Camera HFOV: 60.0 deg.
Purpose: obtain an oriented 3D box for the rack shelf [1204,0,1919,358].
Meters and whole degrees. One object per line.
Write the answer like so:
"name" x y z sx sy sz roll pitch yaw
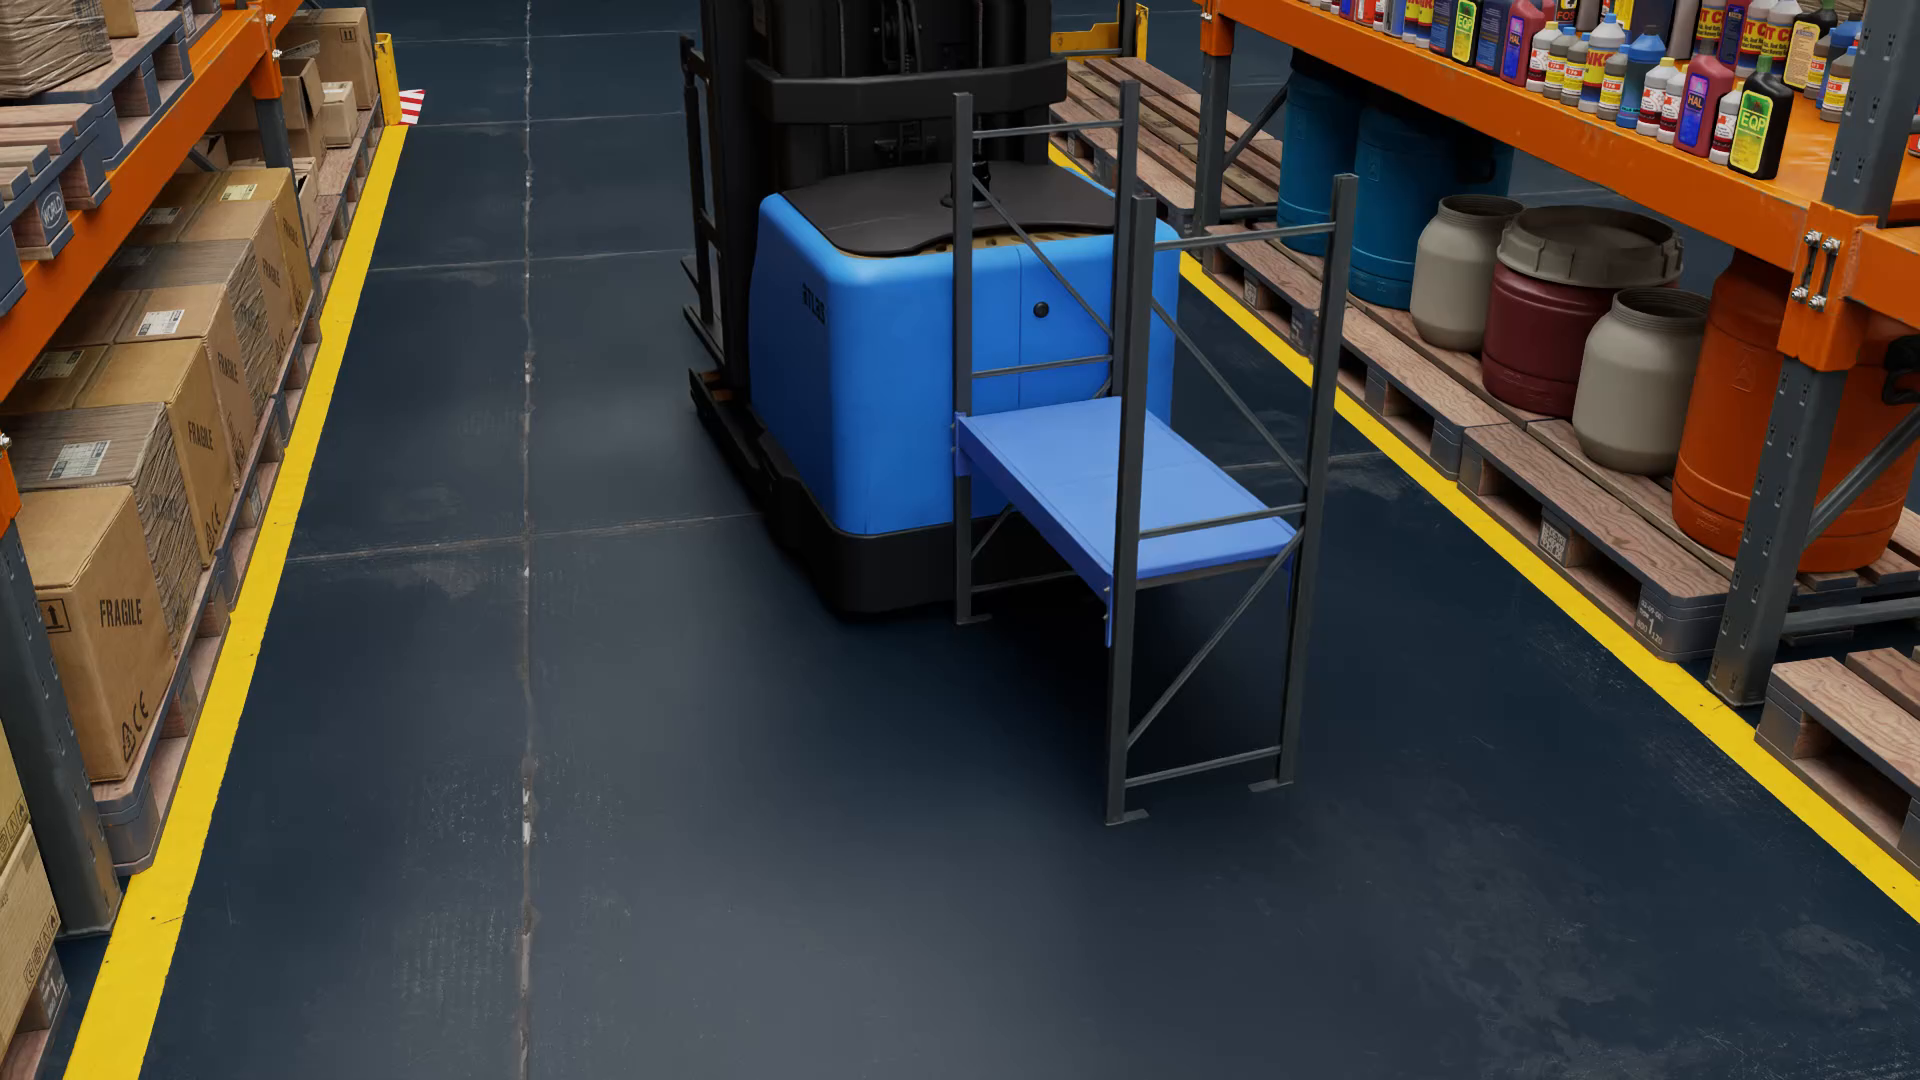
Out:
"rack shelf" 2.053 -1.527 5.744 1.077 0.370 4.000 -6 27 -12

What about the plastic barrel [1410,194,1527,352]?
"plastic barrel" 1.908 -0.994 6.186 0.421 0.512 0.421 0 27 0

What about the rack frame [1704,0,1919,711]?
"rack frame" 2.503 -0.970 3.842 1.000 3.000 0.127 -6 27 -12

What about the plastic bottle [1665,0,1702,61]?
"plastic bottle" 2.408 -1.746 5.518 0.152 0.276 0.135 -6 27 -12

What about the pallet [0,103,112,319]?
"pallet" -2.544 -0.673 3.468 1.213 0.211 1.003 -6 27 -12

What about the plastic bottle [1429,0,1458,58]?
"plastic bottle" 1.672 -1.797 5.537 0.144 0.351 0.185 -6 27 -12

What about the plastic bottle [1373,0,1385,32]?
"plastic bottle" 1.543 -1.935 5.975 0.097 0.201 0.097 0 27 0

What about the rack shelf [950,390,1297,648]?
"rack shelf" 0.397 -0.092 4.167 0.538 0.185 1.000 -9 28 -18

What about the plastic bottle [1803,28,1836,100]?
"plastic bottle" 2.587 -1.419 4.953 0.097 0.201 0.097 0 27 0

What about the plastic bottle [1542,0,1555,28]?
"plastic bottle" 1.838 -1.649 5.318 0.061 0.283 0.133 -6 27 -12

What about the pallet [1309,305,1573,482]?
"pallet" 2.014 -0.601 6.207 1.003 0.211 1.213 -6 27 -12

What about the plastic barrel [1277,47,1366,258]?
"plastic barrel" 1.708 -1.736 7.223 0.600 0.901 0.708 -6 27 -12

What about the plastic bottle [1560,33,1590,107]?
"plastic bottle" 1.827 -1.383 4.881 0.097 0.201 0.097 0 27 0

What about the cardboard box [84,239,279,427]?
"cardboard box" -2.619 -0.679 5.553 0.500 0.500 0.500 -6 27 -11

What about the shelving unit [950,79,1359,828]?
"shelving unit" 0.397 -0.252 4.086 0.538 1.500 1.048 -9 28 -18

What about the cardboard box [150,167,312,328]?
"cardboard box" -2.834 -1.117 6.421 0.500 0.500 0.500 -6 27 -12

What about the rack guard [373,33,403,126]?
"rack guard" -4.109 -2.831 10.304 1.175 0.500 0.348 -6 27 -12

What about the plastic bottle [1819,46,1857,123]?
"plastic bottle" 2.499 -1.286 4.689 0.097 0.201 0.097 0 27 0

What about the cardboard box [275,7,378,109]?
"cardboard box" -3.764 -2.847 9.848 0.500 0.500 0.500 -6 27 -12

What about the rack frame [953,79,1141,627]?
"rack frame" 0.221 -0.467 4.511 0.500 1.500 0.032 -9 28 -18

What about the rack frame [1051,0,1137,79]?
"rack frame" 0.701 -4.482 10.800 1.000 3.000 0.127 -6 27 -12

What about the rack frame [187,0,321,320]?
"rack frame" -3.225 -2.224 6.328 1.000 3.000 0.127 -6 27 -12

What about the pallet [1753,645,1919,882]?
"pallet" 2.640 0.619 3.789 1.003 0.211 1.213 -6 27 -12

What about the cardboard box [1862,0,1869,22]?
"cardboard box" 6.154 -3.161 10.075 0.875 0.875 0.875 -6 27 -12

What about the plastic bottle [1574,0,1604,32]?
"plastic bottle" 2.284 -1.987 5.996 0.152 0.276 0.135 -6 27 -12

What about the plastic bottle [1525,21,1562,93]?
"plastic bottle" 1.783 -1.468 5.050 0.097 0.201 0.097 0 27 0

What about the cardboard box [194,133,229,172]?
"cardboard box" -3.799 -1.771 7.926 0.500 0.311 0.500 -6 27 -12

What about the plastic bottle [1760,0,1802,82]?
"plastic bottle" 2.535 -1.552 5.138 0.097 0.271 0.097 0 27 0

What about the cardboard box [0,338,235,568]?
"cardboard box" -2.379 -0.228 4.658 0.500 0.500 0.500 -6 27 -12

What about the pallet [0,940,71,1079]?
"pallet" -2.176 1.142 2.753 1.003 0.211 1.213 -6 27 -12

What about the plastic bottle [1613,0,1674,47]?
"plastic bottle" 2.258 -1.775 5.493 0.144 0.351 0.185 -6 27 -12

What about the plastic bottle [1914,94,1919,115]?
"plastic bottle" 2.691 -1.289 4.605 0.061 0.283 0.133 -6 27 -12

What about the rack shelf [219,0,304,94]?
"rack shelf" -3.676 -2.781 8.230 1.077 0.370 4.000 -6 27 -12

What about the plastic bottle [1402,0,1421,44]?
"plastic bottle" 1.596 -1.864 5.758 0.097 0.271 0.097 0 27 0

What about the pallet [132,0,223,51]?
"pallet" -3.151 -1.777 5.654 1.003 0.211 1.213 -6 27 -12

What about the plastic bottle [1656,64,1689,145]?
"plastic bottle" 1.936 -1.169 4.458 0.097 0.201 0.097 0 27 0

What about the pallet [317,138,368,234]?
"pallet" -3.657 -1.818 8.617 1.003 0.211 1.213 -6 27 -12

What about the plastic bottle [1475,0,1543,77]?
"plastic bottle" 1.744 -1.658 5.260 0.144 0.351 0.185 -6 27 -12

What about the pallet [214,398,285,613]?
"pallet" -2.726 -0.090 5.193 1.003 0.211 1.213 -6 27 -12

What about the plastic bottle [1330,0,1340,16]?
"plastic bottle" 1.461 -2.095 6.293 0.097 0.201 0.097 0 27 0

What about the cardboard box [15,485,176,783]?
"cardboard box" -2.147 0.222 3.766 0.500 0.500 0.500 -5 27 -9

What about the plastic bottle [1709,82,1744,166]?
"plastic bottle" 1.988 -1.068 4.257 0.097 0.201 0.097 0 27 0

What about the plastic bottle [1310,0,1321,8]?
"plastic bottle" 1.417 -2.212 6.446 0.097 0.271 0.097 0 27 0

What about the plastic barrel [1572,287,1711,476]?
"plastic barrel" 2.162 -0.498 5.203 0.421 0.512 0.421 0 27 0

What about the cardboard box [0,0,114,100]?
"cardboard box" -2.595 -1.386 4.091 0.700 0.500 0.500 -1 27 -2

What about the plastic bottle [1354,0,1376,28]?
"plastic bottle" 1.544 -2.022 6.065 0.152 0.276 0.135 -6 27 -12

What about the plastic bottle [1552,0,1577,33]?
"plastic bottle" 2.167 -1.965 5.956 0.097 0.271 0.097 0 27 0

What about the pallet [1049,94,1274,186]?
"pallet" 1.120 -2.336 9.645 1.003 0.211 1.213 -6 27 -12

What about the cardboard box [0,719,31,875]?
"cardboard box" -1.965 0.526 2.841 0.500 0.311 0.500 -5 27 -10

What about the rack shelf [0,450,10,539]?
"rack shelf" -1.873 0.731 1.271 1.077 0.370 4.000 -6 27 -12

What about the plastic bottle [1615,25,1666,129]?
"plastic bottle" 1.893 -1.286 4.611 0.097 0.271 0.097 0 27 0

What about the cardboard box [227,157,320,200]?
"cardboard box" -3.313 -1.741 8.026 0.380 0.166 0.250 -6 27 -12

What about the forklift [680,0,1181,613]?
"forklift" -0.359 -1.745 5.455 1.130 2.935 3.031 -9 28 -18

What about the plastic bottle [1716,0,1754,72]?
"plastic bottle" 2.505 -1.652 5.324 0.061 0.283 0.133 -6 27 -12
